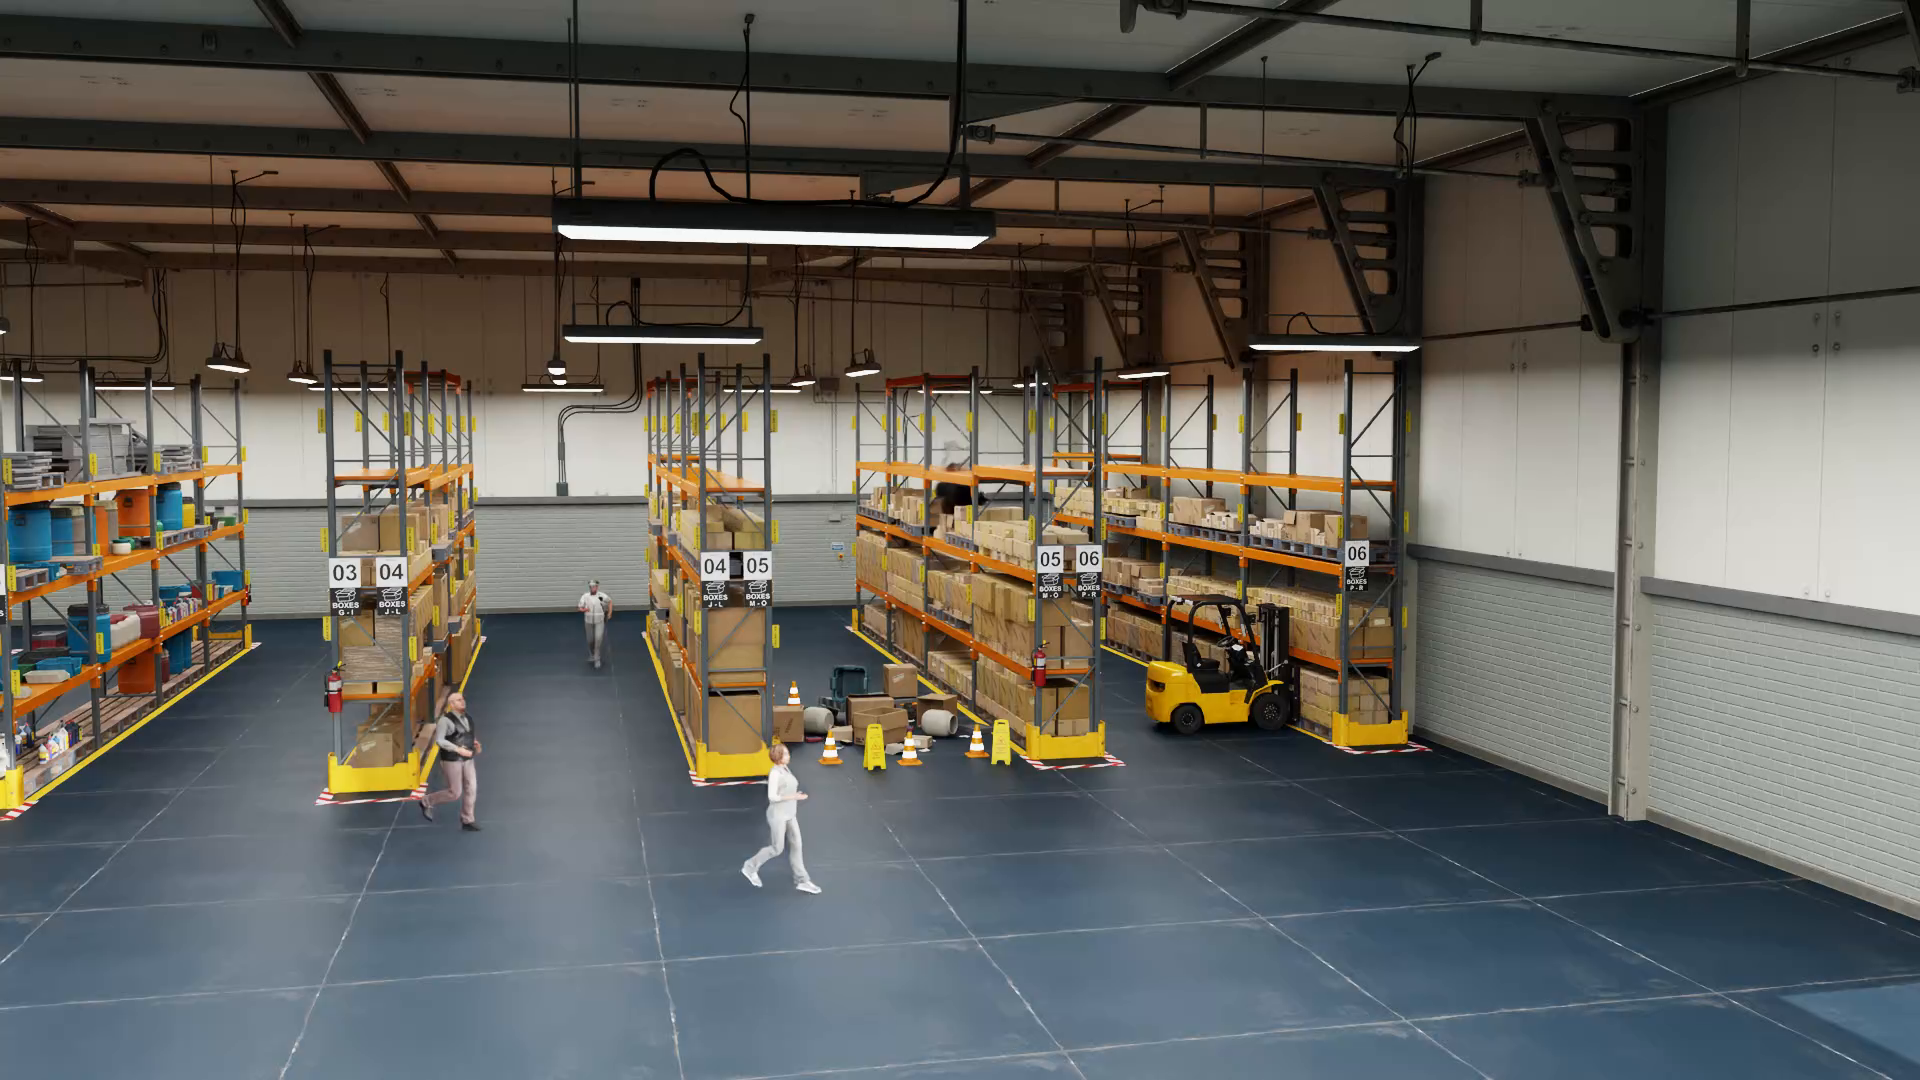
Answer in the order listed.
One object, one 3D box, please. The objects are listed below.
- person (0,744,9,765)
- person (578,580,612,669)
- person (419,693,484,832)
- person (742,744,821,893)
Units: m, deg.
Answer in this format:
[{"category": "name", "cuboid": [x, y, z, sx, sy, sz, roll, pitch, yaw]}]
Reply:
[{"category": "person", "cuboid": [-11.692, 2.783, 19.892, 0.577, 1.666, 0.624, 1, 4, 20]}, {"category": "person", "cuboid": [-7.585, 1.713, 34.532, 0.669, 1.793, 0.977, 0, 4, -5]}, {"category": "person", "cuboid": [-6.232, 2.735, 20.560, 0.776, 1.720, 0.669, 2, 4, 22]}, {"category": "person", "cuboid": [-1.896, 2.945, 17.649, 0.873, 1.580, 0.545, 1, 4, 16]}]
